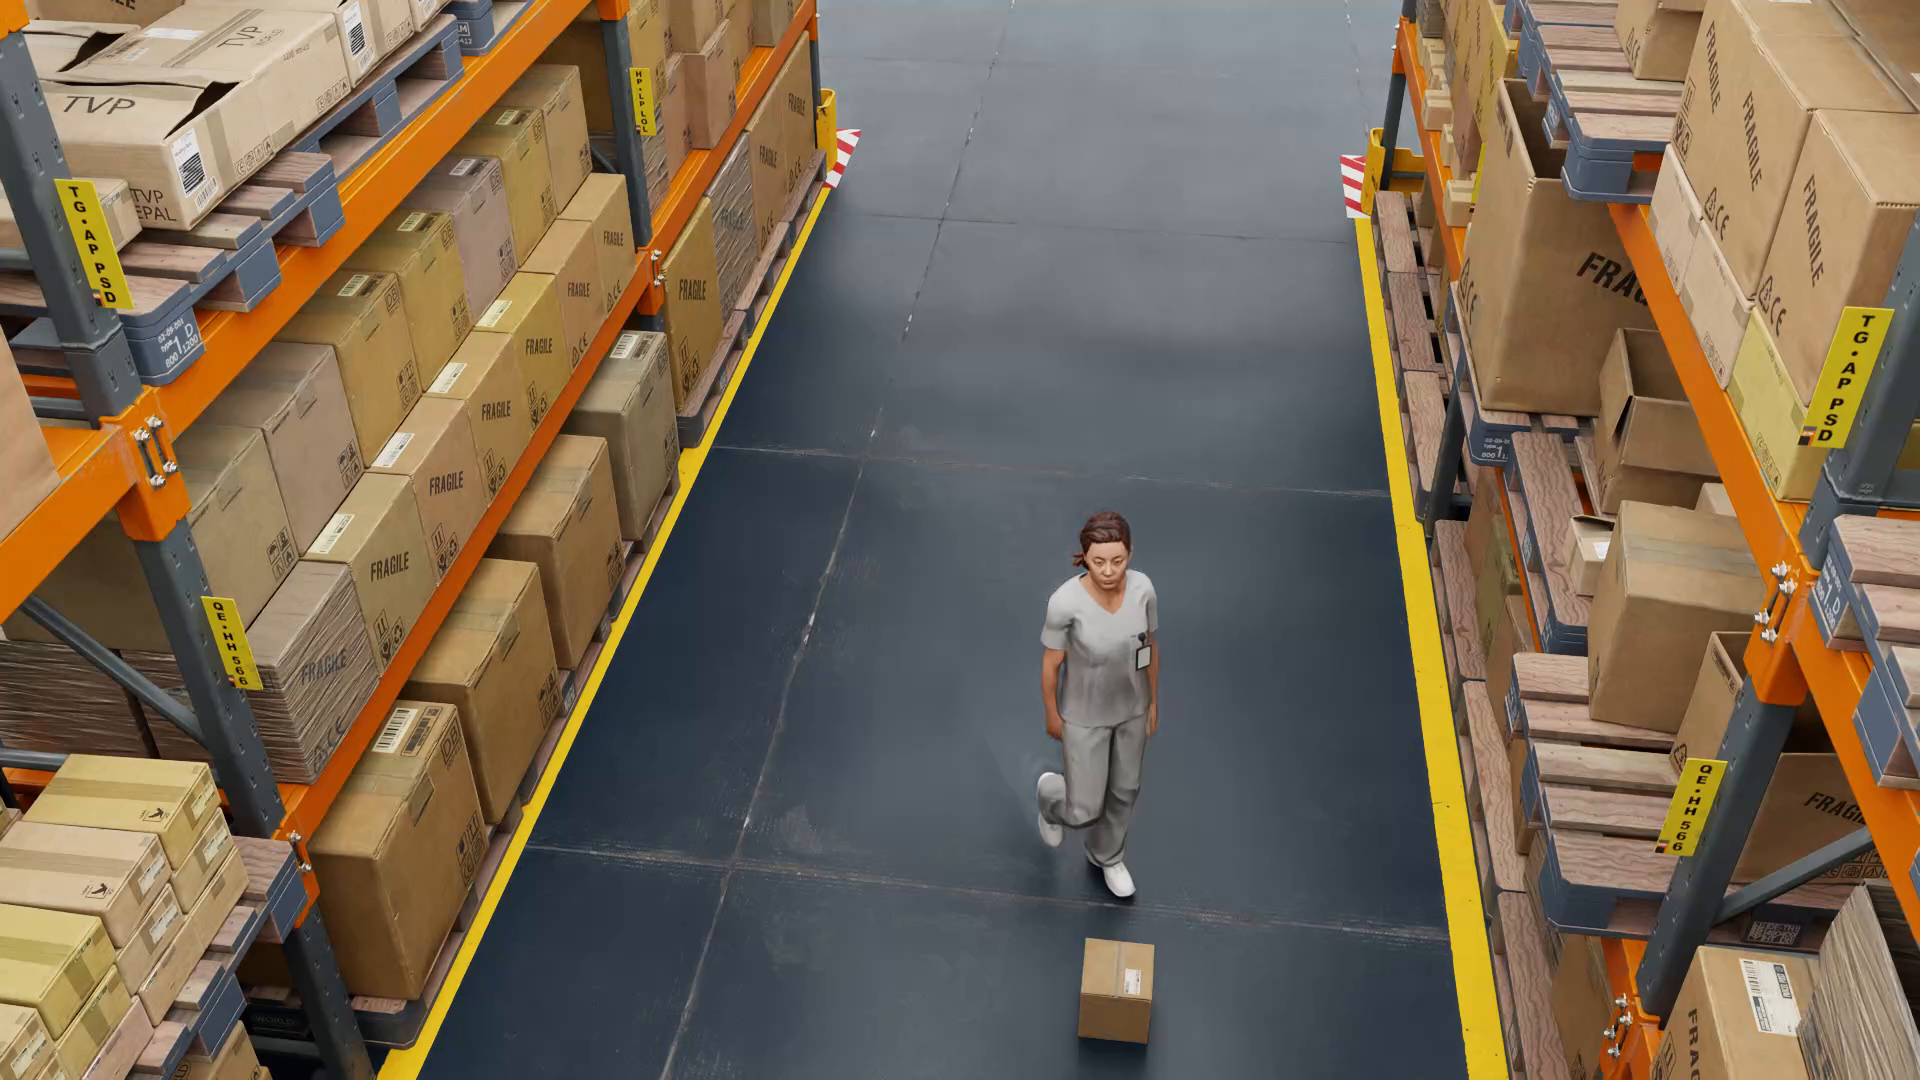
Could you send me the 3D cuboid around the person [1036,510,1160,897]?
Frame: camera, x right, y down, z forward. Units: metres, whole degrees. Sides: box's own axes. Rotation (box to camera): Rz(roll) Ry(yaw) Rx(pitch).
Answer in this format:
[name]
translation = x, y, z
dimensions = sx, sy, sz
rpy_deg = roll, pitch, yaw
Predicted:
[person]
translation = 0.517, 0.616, 6.178
dimensions = 0.452, 1.660, 0.501
rpy_deg = -14, 39, -19
